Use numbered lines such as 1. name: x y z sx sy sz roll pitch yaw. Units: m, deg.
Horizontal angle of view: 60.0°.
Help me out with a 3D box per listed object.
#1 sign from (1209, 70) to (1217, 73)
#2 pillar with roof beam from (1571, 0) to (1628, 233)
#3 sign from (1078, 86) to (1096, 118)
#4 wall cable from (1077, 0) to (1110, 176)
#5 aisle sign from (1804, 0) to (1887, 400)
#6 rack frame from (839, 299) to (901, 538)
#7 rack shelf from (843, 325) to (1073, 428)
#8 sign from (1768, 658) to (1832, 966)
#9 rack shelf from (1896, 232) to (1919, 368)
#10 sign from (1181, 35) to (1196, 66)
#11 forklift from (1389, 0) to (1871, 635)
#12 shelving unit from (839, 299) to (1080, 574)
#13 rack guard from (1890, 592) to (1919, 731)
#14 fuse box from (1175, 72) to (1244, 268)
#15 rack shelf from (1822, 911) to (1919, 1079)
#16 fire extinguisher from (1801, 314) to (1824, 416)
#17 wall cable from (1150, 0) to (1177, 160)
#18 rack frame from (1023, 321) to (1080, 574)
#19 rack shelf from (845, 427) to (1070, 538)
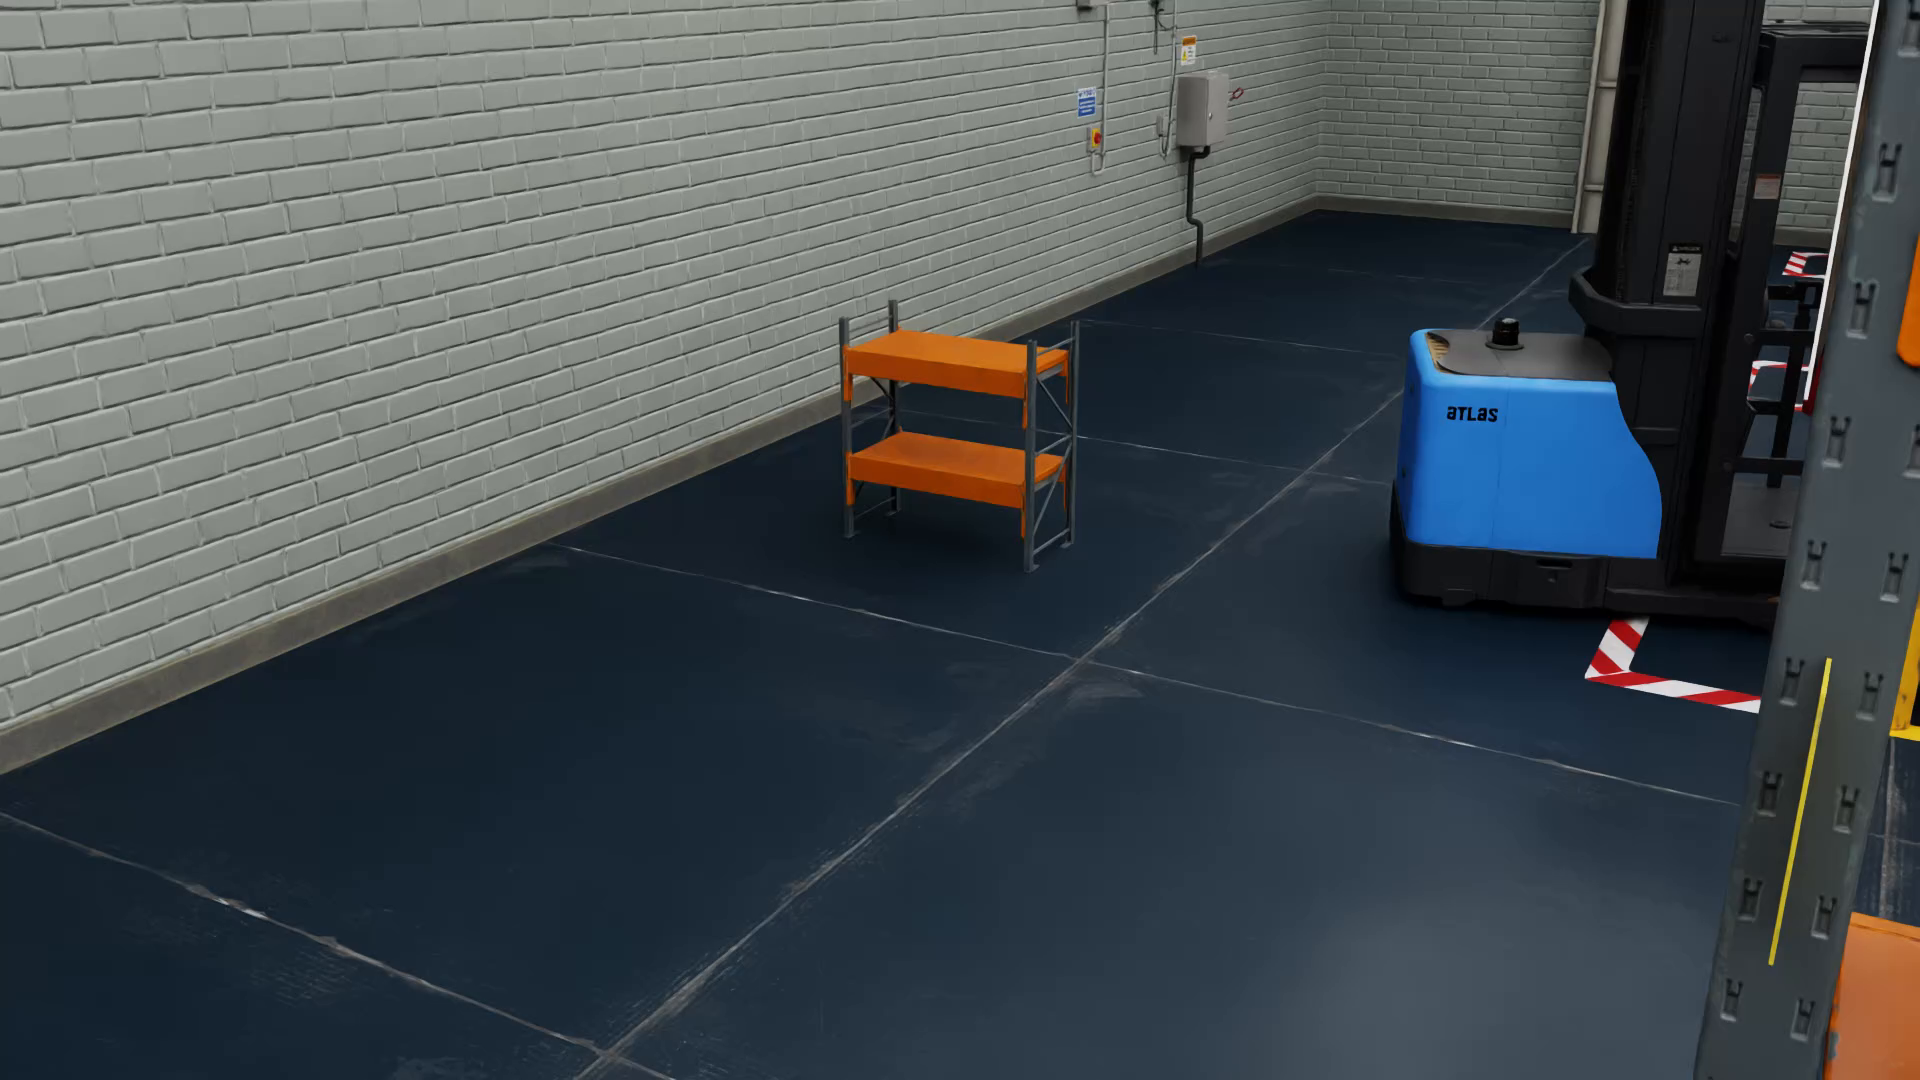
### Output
1. sign: 2.283 -4.047 15.262 0.001 0.494 0.329 11 23 27
2. pillar with roof beam: 4.409 -6.112 12.018 0.400 9.000 9.100 11 23 27
3. sign: 0.994 -3.432 13.031 0.001 0.218 0.327 11 23 27
4. wall cable: 1.071 -3.801 12.910 0.123 1.953 0.585 11 23 27
5. aisle sign: 0.963 -0.573 1.733 0.004 0.787 0.394 11 23 27
6. rack frame: -0.450 -0.614 8.409 0.032 1.125 0.500 11 23 27
7. rack shelf: -0.006 -0.805 8.077 1.000 0.278 0.538 11 23 27
8. sign: 0.897 0.292 1.775 0.005 0.325 0.100 11 23 27
9. rack shelf: 2.918 -0.167 1.084 4.000 0.370 1.077 11 23 27
10. sign: 2.015 -4.316 14.654 0.001 0.242 0.339 11 23 27
11. forklift: 3.566 -1.146 7.226 3.031 2.935 1.130 4 20 10
12. shelving unit: -0.006 -0.530 8.176 1.048 1.125 0.538 11 23 27
13. rack guard: 3.746 0.300 6.805 0.348 0.500 1.175 11 23 27
14. fuse box: 2.223 -3.304 14.965 0.414 1.711 0.539 11 23 27
15. rack shelf: 2.918 1.243 1.595 4.000 0.370 1.077 11 23 27
16. fire extinguisher: 3.685 -0.855 6.985 0.183 0.674 0.296 11 23 27
17. wall cable: 1.753 -4.211 14.084 0.122 1.984 0.588 11 23 27
18. rack frame: 0.438 -0.445 7.943 0.032 1.125 0.500 11 23 27
19. rack shelf: -0.006 -0.300 8.260 1.000 0.278 0.538 11 23 27
